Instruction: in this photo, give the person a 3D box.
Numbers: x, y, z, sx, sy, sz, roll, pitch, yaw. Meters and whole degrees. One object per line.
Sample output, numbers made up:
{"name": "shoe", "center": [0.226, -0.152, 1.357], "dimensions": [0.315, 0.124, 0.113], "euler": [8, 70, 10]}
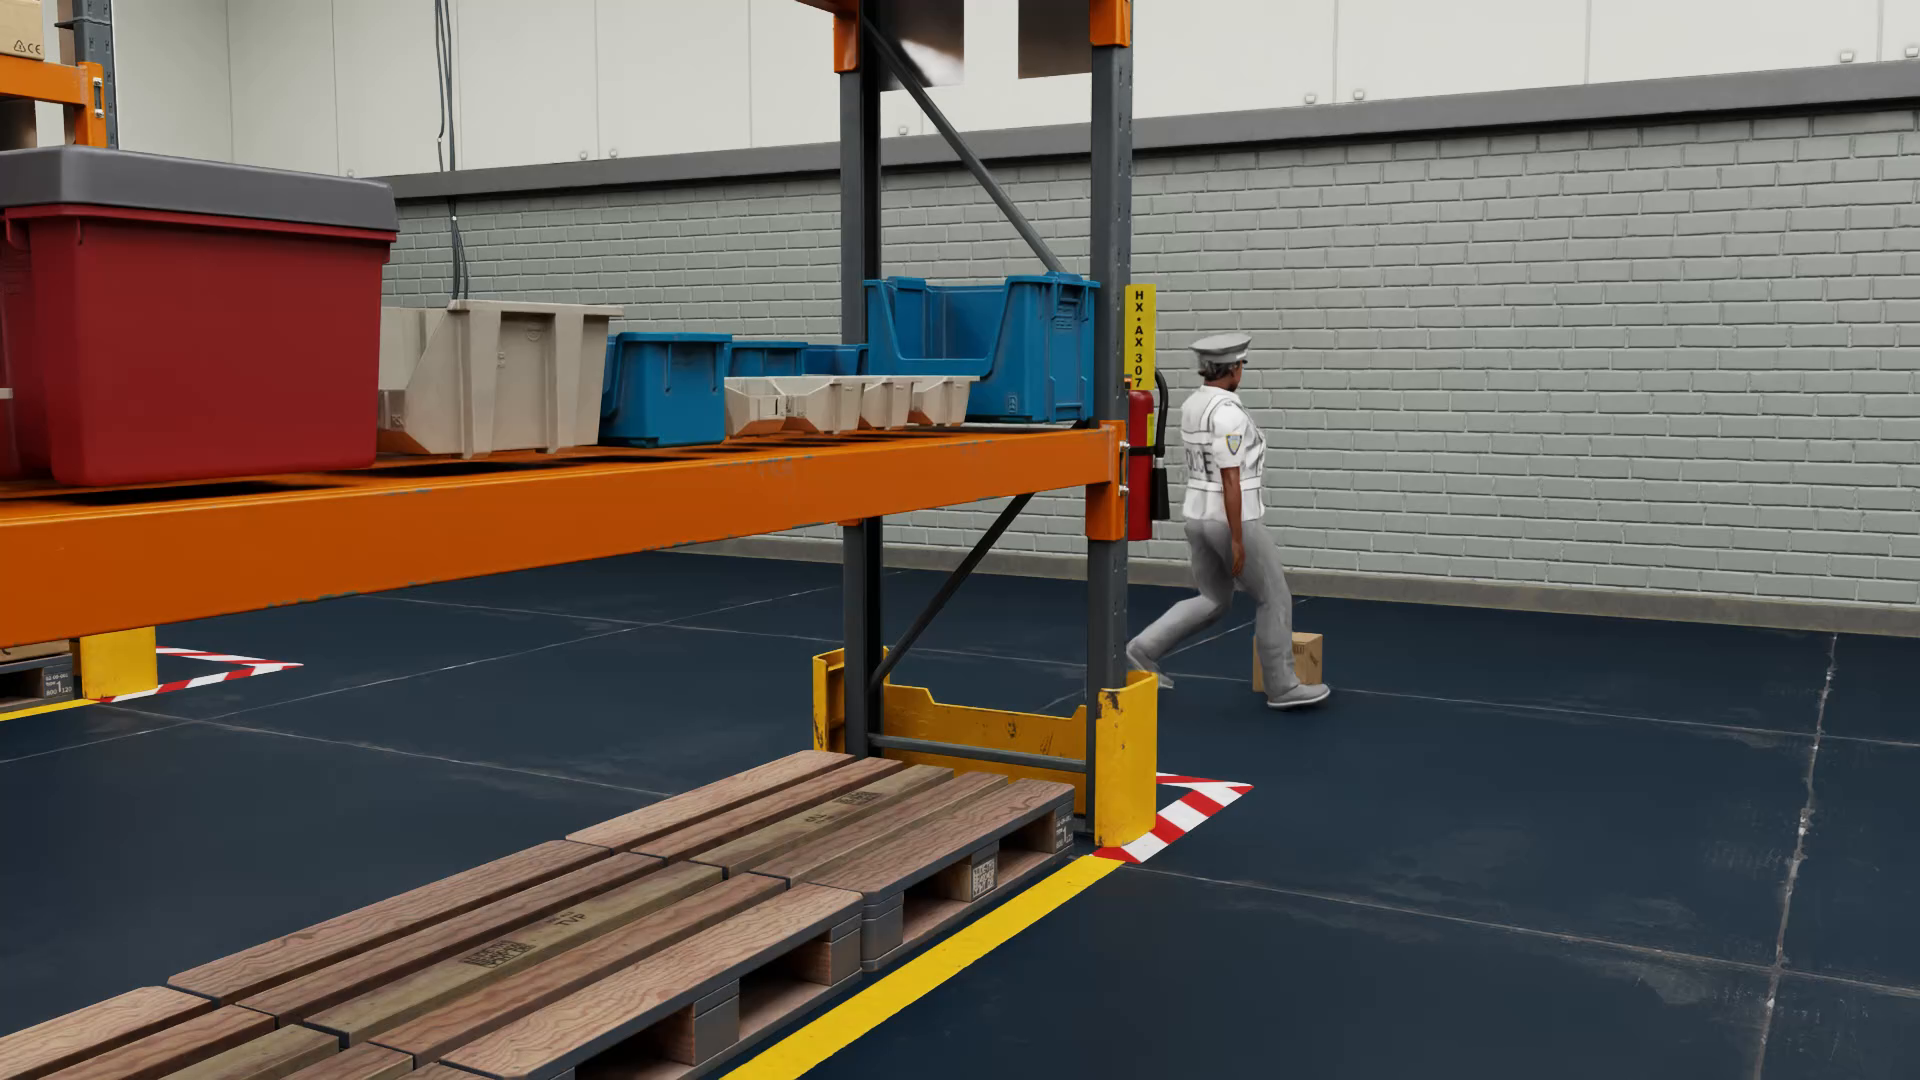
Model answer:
{"name": "person", "center": [1.182, -0.080, 7.189], "dimensions": [0.875, 1.627, 0.464], "euler": [-2, 6, -18]}
